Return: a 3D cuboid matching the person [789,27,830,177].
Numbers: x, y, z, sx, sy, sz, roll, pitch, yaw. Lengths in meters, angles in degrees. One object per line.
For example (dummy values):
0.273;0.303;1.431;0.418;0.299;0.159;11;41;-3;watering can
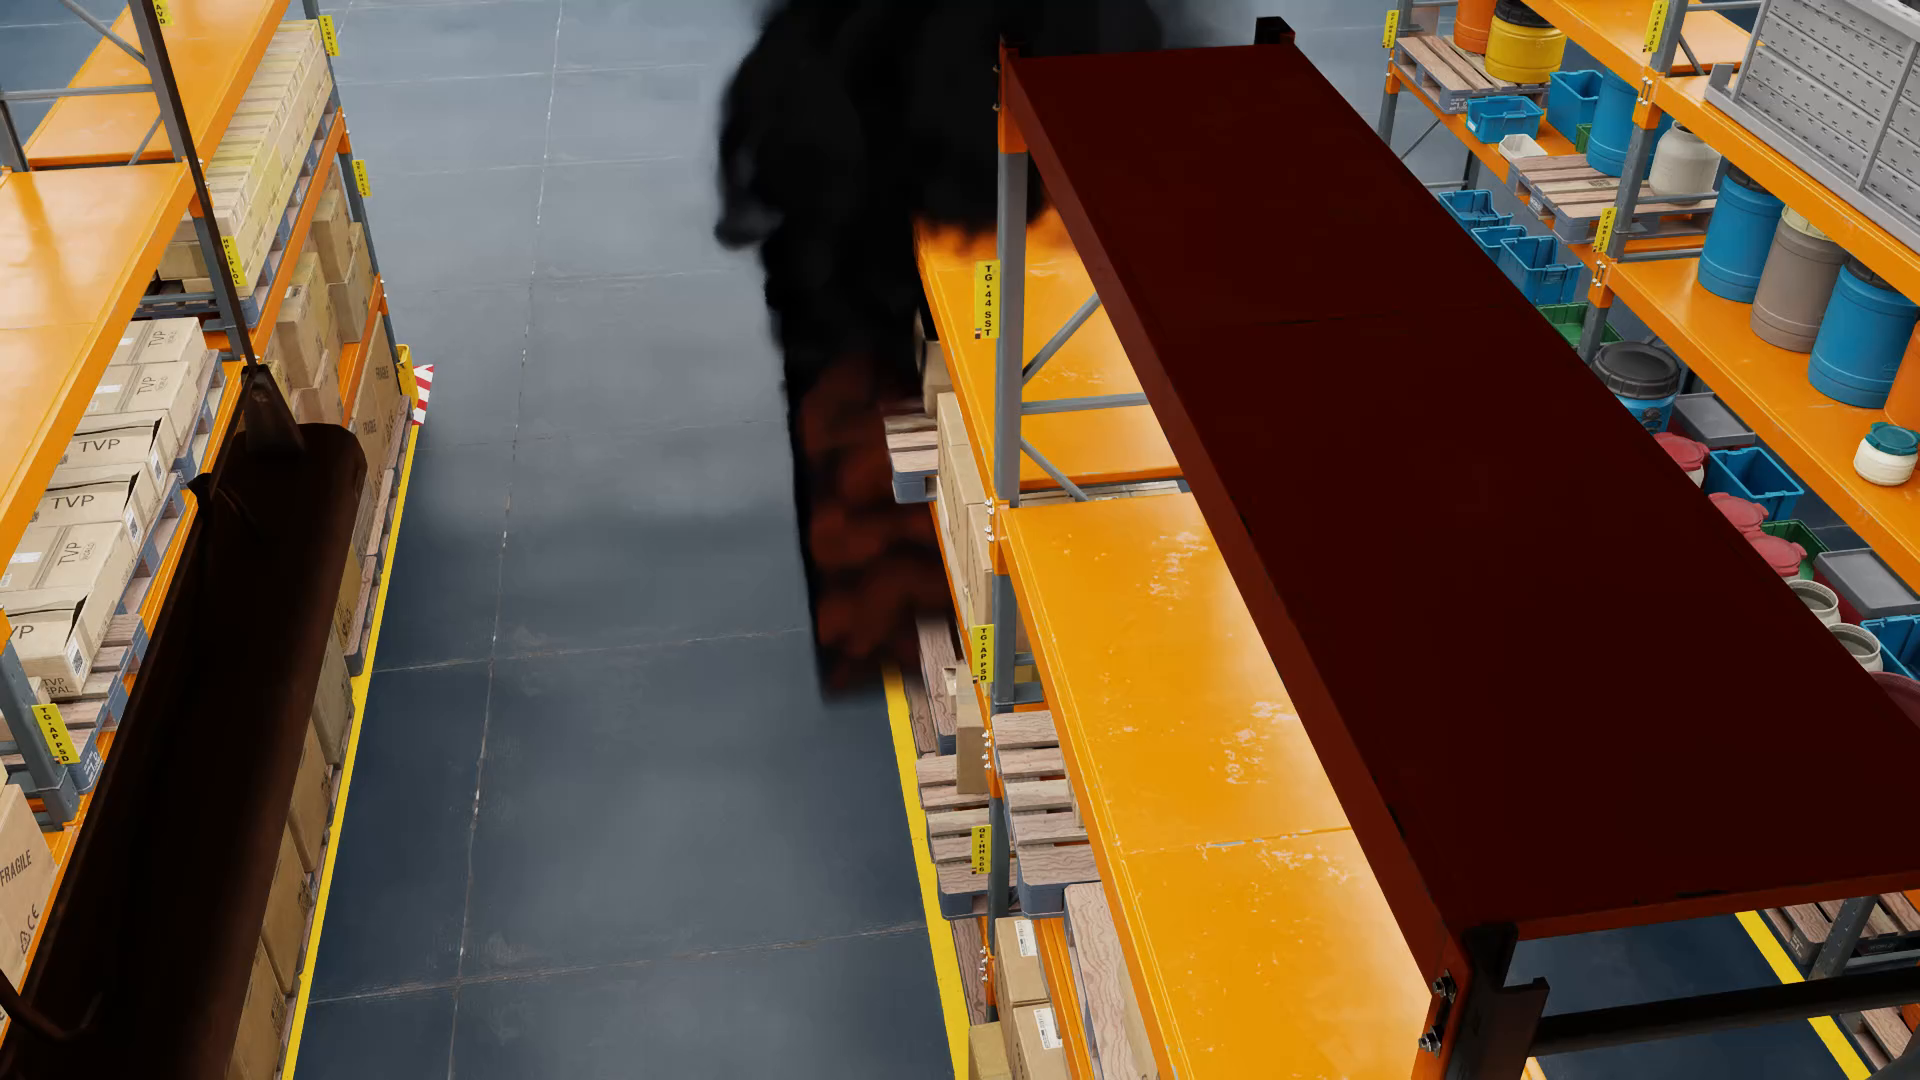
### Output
-1.573;-4.895;18.667;0.657;1.737;0.721;11;38;15;person
